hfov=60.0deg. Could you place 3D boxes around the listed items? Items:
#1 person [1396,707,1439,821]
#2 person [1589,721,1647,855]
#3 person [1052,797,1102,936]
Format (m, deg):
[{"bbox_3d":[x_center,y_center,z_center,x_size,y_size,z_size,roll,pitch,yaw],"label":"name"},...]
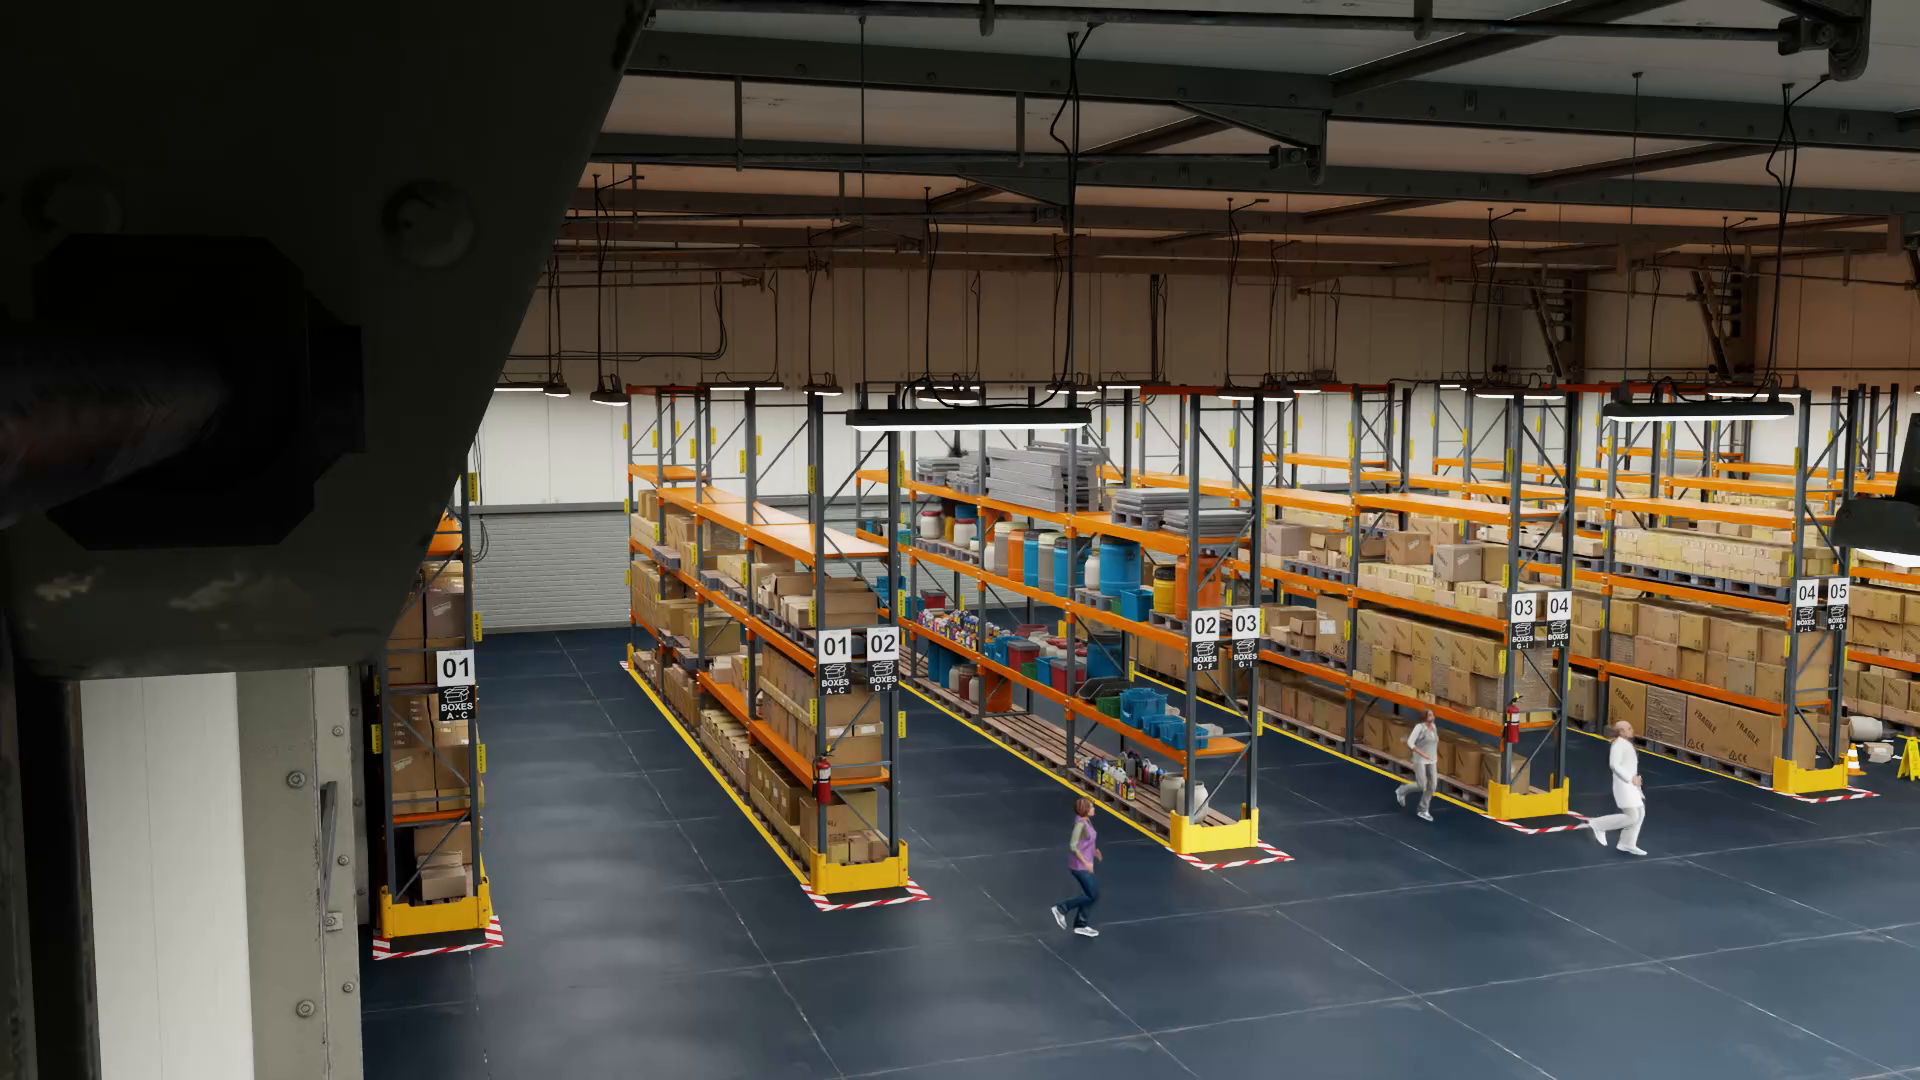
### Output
[{"bbox_3d":[6.532,3.137,23.558,0.557,1.572,0.651,-3,7,-29],"label":"person"},{"bbox_3d":[8.676,3.237,21.770,0.651,1.758,0.718,3,6,23],"label":"person"},{"bbox_3d":[1.312,3.651,18.598,0.538,1.560,0.559,1,6,10],"label":"person"}]
